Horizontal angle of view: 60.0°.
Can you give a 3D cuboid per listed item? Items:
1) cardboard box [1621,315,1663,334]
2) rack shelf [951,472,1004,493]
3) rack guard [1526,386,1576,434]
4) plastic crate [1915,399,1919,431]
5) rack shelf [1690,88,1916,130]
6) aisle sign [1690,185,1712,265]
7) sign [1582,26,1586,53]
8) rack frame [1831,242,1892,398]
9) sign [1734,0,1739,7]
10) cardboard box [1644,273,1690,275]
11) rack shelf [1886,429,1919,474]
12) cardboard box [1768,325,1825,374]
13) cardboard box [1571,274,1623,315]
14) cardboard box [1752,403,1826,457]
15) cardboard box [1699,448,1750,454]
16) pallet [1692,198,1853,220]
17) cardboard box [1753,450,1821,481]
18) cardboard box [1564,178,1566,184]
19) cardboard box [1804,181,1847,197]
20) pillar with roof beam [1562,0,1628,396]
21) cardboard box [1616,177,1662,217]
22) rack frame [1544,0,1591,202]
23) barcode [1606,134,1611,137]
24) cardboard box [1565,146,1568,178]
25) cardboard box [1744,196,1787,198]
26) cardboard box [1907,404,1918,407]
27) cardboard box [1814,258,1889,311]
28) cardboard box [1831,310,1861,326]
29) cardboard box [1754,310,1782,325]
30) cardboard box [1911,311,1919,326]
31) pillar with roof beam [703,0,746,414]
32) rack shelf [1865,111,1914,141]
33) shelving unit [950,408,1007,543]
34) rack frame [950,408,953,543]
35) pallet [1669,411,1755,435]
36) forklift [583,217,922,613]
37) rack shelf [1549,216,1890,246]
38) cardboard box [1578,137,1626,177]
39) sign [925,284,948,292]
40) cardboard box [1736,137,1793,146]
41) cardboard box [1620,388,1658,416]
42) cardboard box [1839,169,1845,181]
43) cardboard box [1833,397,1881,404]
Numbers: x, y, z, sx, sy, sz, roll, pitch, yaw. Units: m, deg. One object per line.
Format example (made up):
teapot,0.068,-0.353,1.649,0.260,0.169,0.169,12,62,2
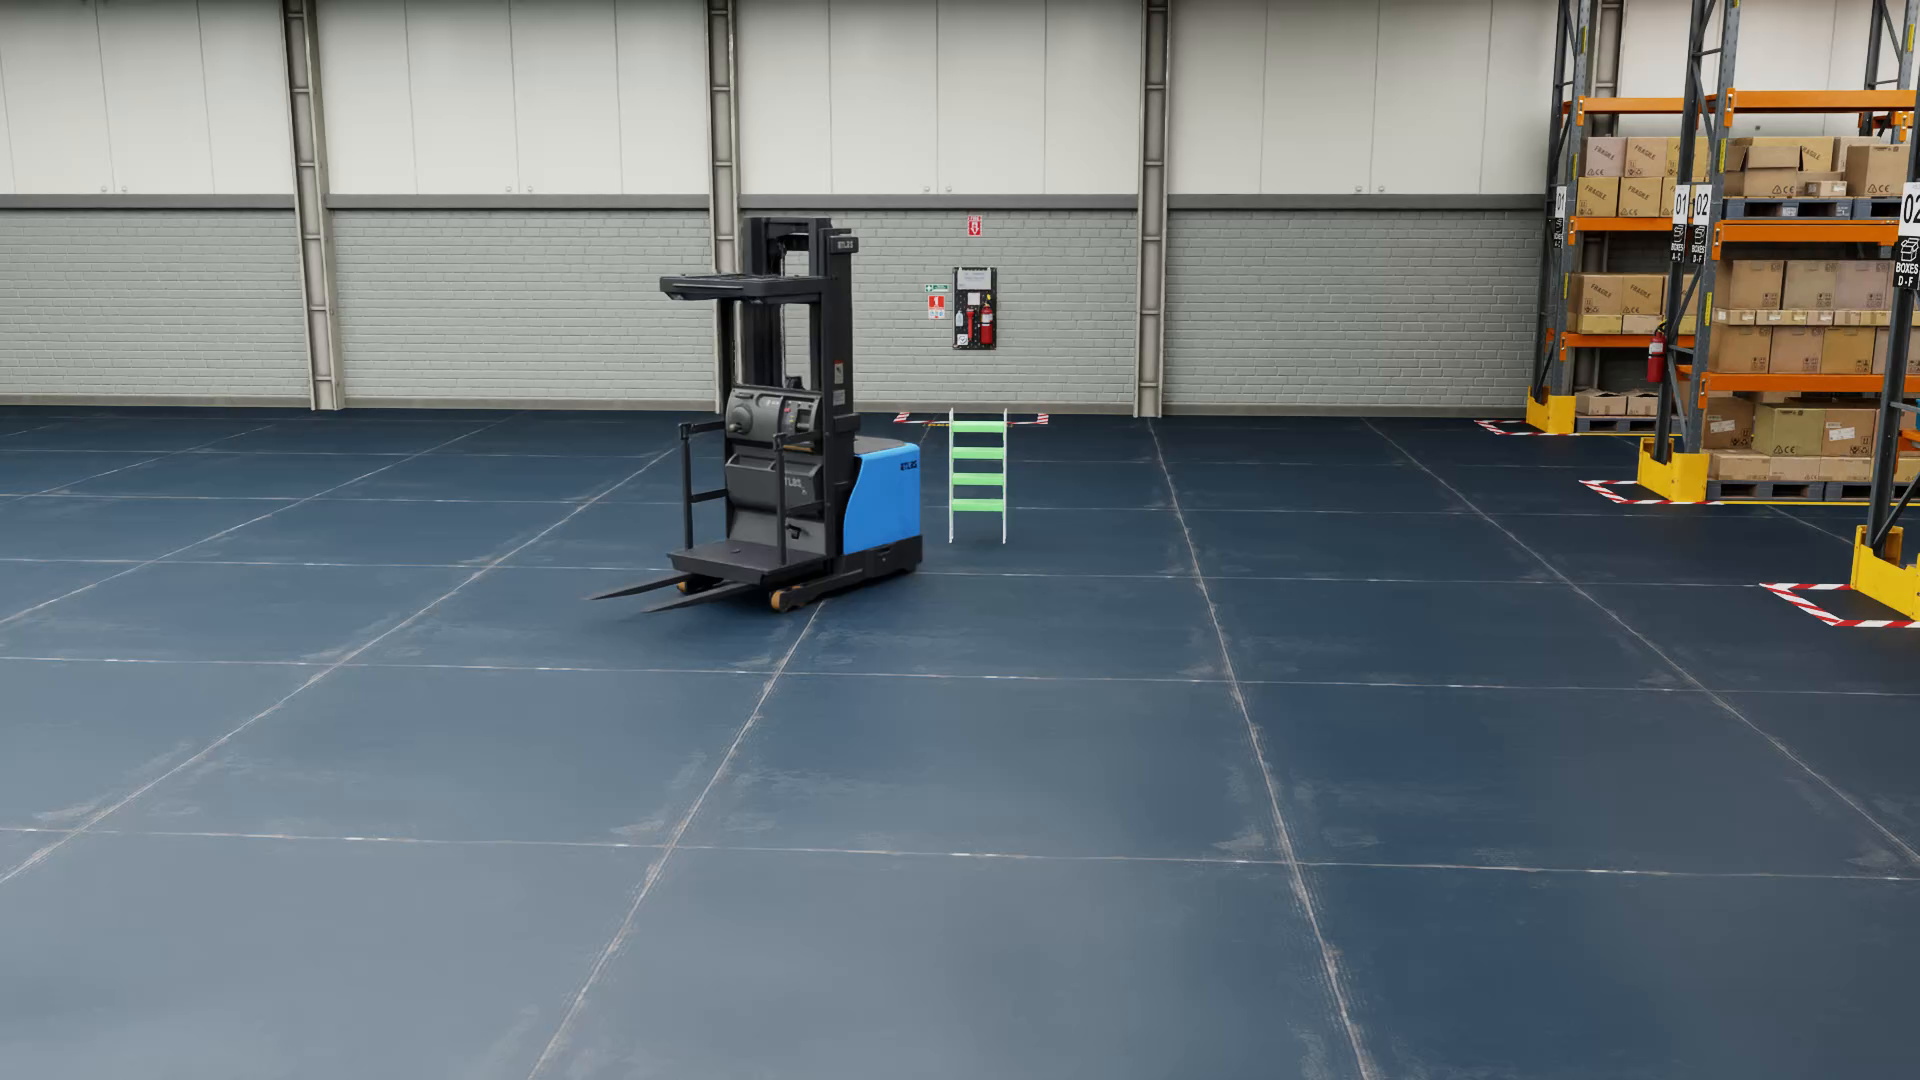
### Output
cardboard box,8.888,-2.850,21.867,0.500,0.250,0.500,0,12,2
rack shelf,0.165,-0.522,15.129,0.480,0.148,0.258,1,12,4
rack guard,7.979,-1.765,22.467,0.348,0.500,1.175,1,12,4
plastic crate,7.760,-0.947,12.815,0.616,0.251,0.499,1,12,4
rack shelf,9.571,-4.339,16.747,4.000,0.370,1.077,1,12,4
aisle sign,7.490,-3.188,16.816,0.004,0.787,0.394,1,12,4
sign,7.867,-6.311,20.968,0.005,0.325,0.100,1,12,4
rack frame,11.894,-2.935,21.954,0.127,3.000,1.000,1,12,4
sign,7.532,-5.335,16.110,0.005,0.325,0.100,1,12,4
cardboard box,9.405,-3.315,22.257,0.500,0.500,0.500,0,12,2
rack shelf,9.237,-0.586,12.483,4.000,0.370,1.077,1,12,4
cardboard box,8.565,-2.011,17.295,0.500,0.500,0.700,1,12,5
cardboard box,8.359,-3.225,21.827,0.500,0.500,0.500,1,12,4
cardboard box,8.595,-1.145,17.256,0.500,0.500,0.500,1,12,4
cardboard box,8.131,-0.890,17.870,0.500,0.250,0.500,1,12,4
pallet,8.279,-3.388,17.008,1.213,0.211,1.003,1,12,4
cardboard box,8.595,-0.778,17.335,0.500,0.250,0.500,1,12,4
cardboard box,8.336,-4.563,22.116,0.500,0.500,0.500,2,12,8
cardboard box,8.738,-3.545,16.790,0.250,0.149,0.380,1,12,4
pillar with roof beam,8.372,-5.214,18.196,0.400,9.000,9.100,1,12,4
cardboard box,8.753,-4.446,21.560,0.500,0.500,0.500,2,12,8
rack frame,7.903,-5.926,21.601,0.127,3.000,1.000,1,12,4
barcode,8.645,-5.382,22.176,0.075,0.075,0.001,1,12,4
cardboard box,8.351,-5.053,22.021,0.500,0.500,0.500,1,12,6
cardboard box,10.315,-4.428,21.471,0.500,0.500,0.500,0,12,2
cardboard box,10.092,-1.126,17.168,0.500,0.500,0.500,1,12,4
cardboard box,9.122,-2.639,17.127,0.500,0.500,0.700,1,12,4
cardboard box,8.983,-2.281,16.999,0.250,0.149,0.380,0,12,2
cardboard box,8.216,-2.292,17.050,0.250,0.149,0.380,0,12,2
cardboard box,9.749,-2.270,16.947,0.250,0.149,0.380,1,12,6
pillar with roof beam,-3.602,-5.378,18.981,0.400,9.000,9.100,1,12,4
rack shelf,13.890,-5.296,21.324,4.000,0.370,1.077,1,12,4
shelving unit,0.165,-0.585,15.116,0.503,1.200,0.258,1,12,4
rack frame,-0.078,-0.588,15.132,0.015,1.200,0.240,1,12,4
pallet,10.001,-1.588,22.326,1.213,0.211,1.003,1,12,4
forklift,-1.592,-0.999,12.870,1.130,2.935,3.031,8,15,35
rack shelf,9.899,-4.078,21.851,4.000,0.370,1.077,1,12,4
cardboard box,8.271,-4.951,21.532,0.500,0.500,0.500,0,12,0
sign,-0.331,-3.584,23.676,0.331,0.109,0.001,1,12,4
cardboard box,10.307,-4.913,21.350,0.500,0.500,0.500,0,12,2
cardboard box,9.156,-1.853,22.275,0.500,0.311,0.500,2,12,8
cardboard box,9.297,-3.707,17.168,0.500,0.311,0.500,2,12,10
cardboard box,9.628,-1.240,17.710,0.500,0.500,0.500,1,12,4
